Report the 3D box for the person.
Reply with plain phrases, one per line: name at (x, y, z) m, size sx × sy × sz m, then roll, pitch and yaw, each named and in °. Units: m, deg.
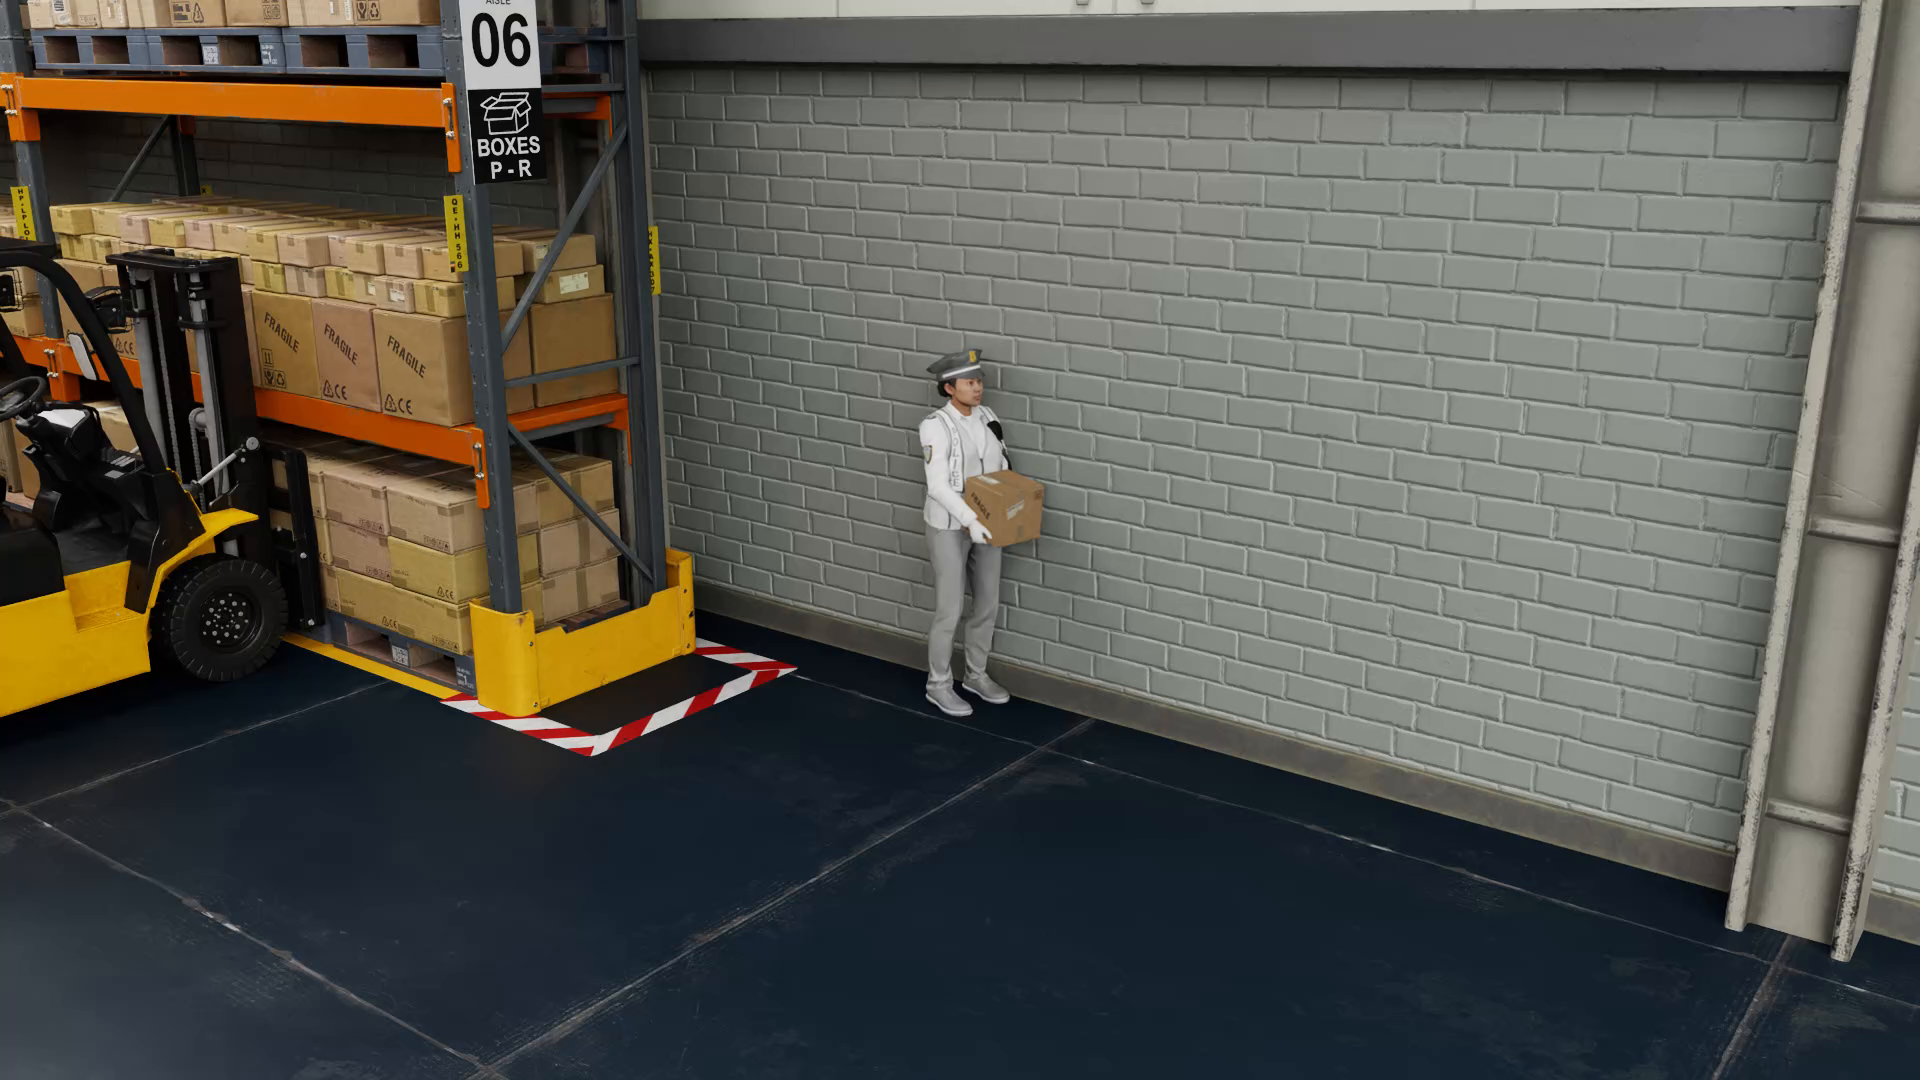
person at (0.069, -0.030, 7.603) m, size 0.458 × 1.689 × 0.547 m, roll -13°, pitch 21°, yaw -38°
